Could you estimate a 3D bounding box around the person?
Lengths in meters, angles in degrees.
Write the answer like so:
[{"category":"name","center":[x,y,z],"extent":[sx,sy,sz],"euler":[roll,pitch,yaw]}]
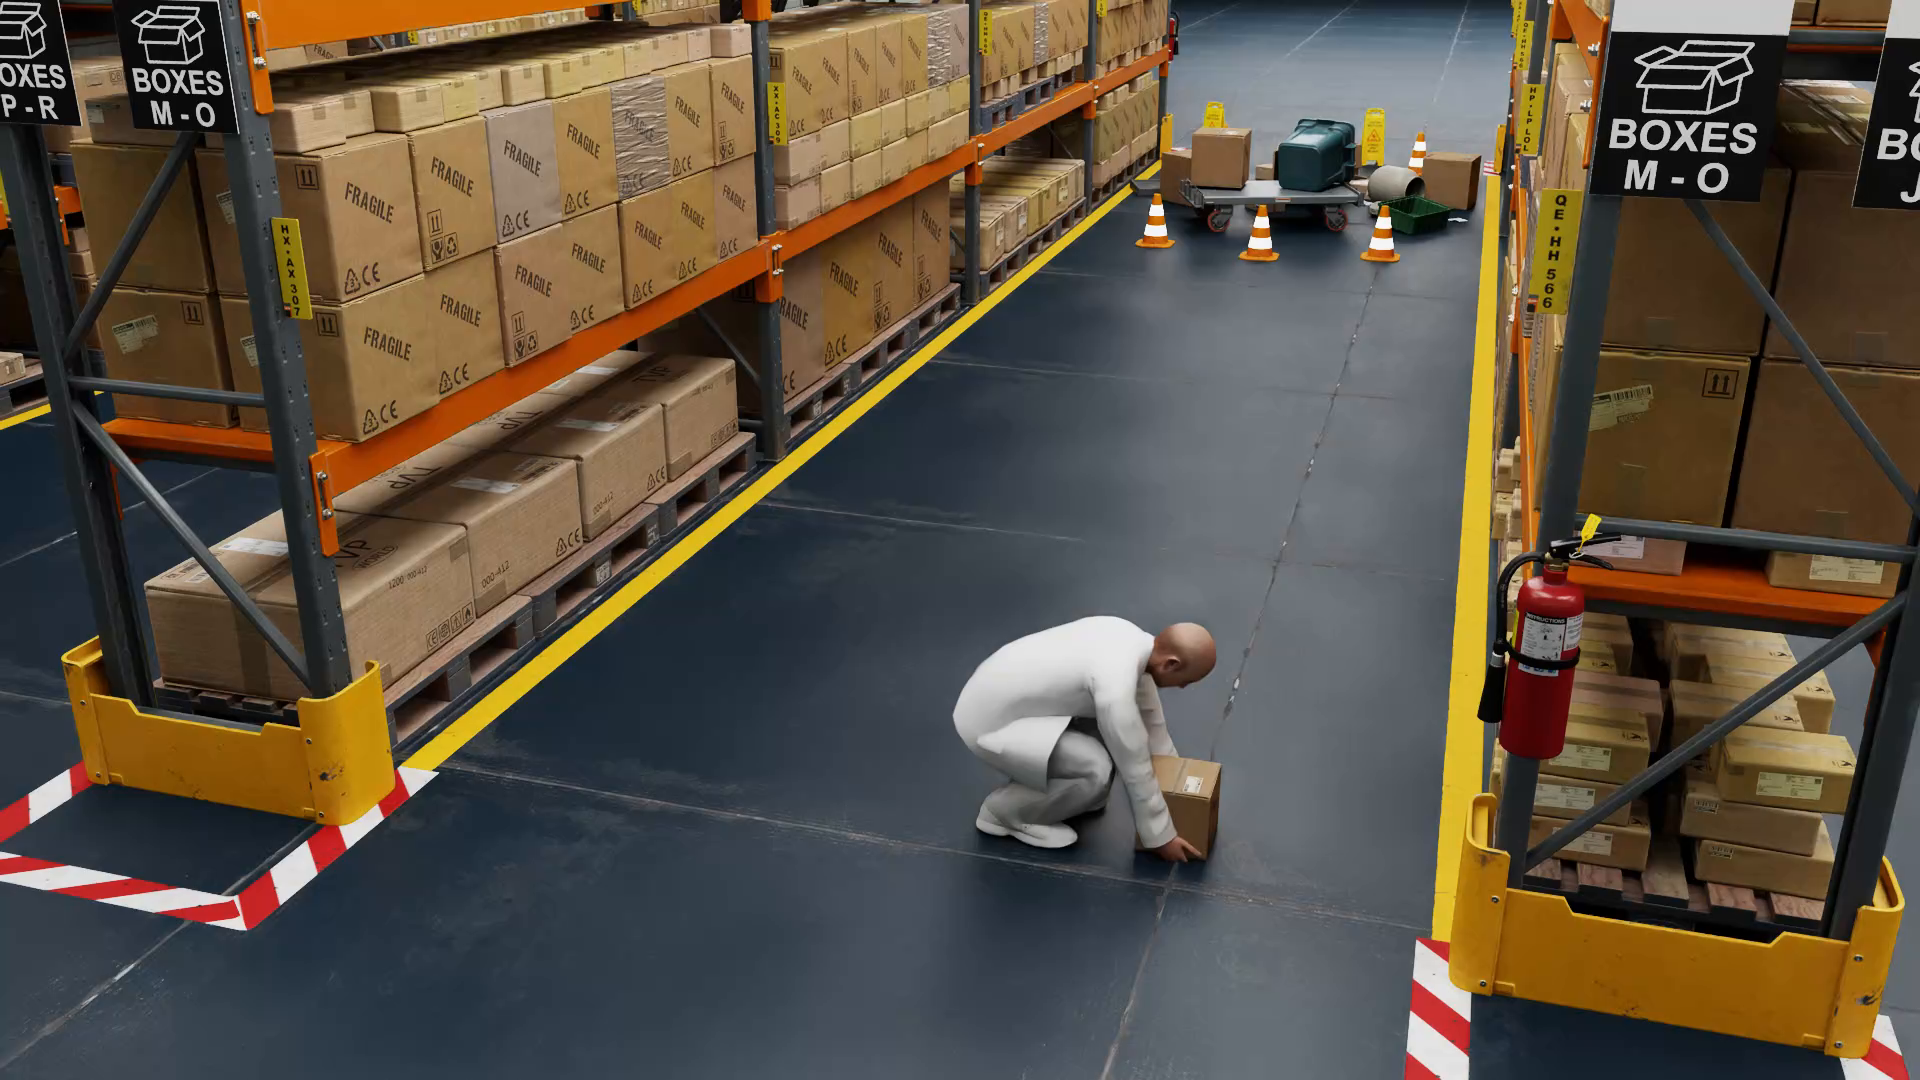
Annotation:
[{"category":"person","center":[7.611,-0.891,9.850],"extent":[12.265,0.859,12.922],"euler":[6,22,15]}]
